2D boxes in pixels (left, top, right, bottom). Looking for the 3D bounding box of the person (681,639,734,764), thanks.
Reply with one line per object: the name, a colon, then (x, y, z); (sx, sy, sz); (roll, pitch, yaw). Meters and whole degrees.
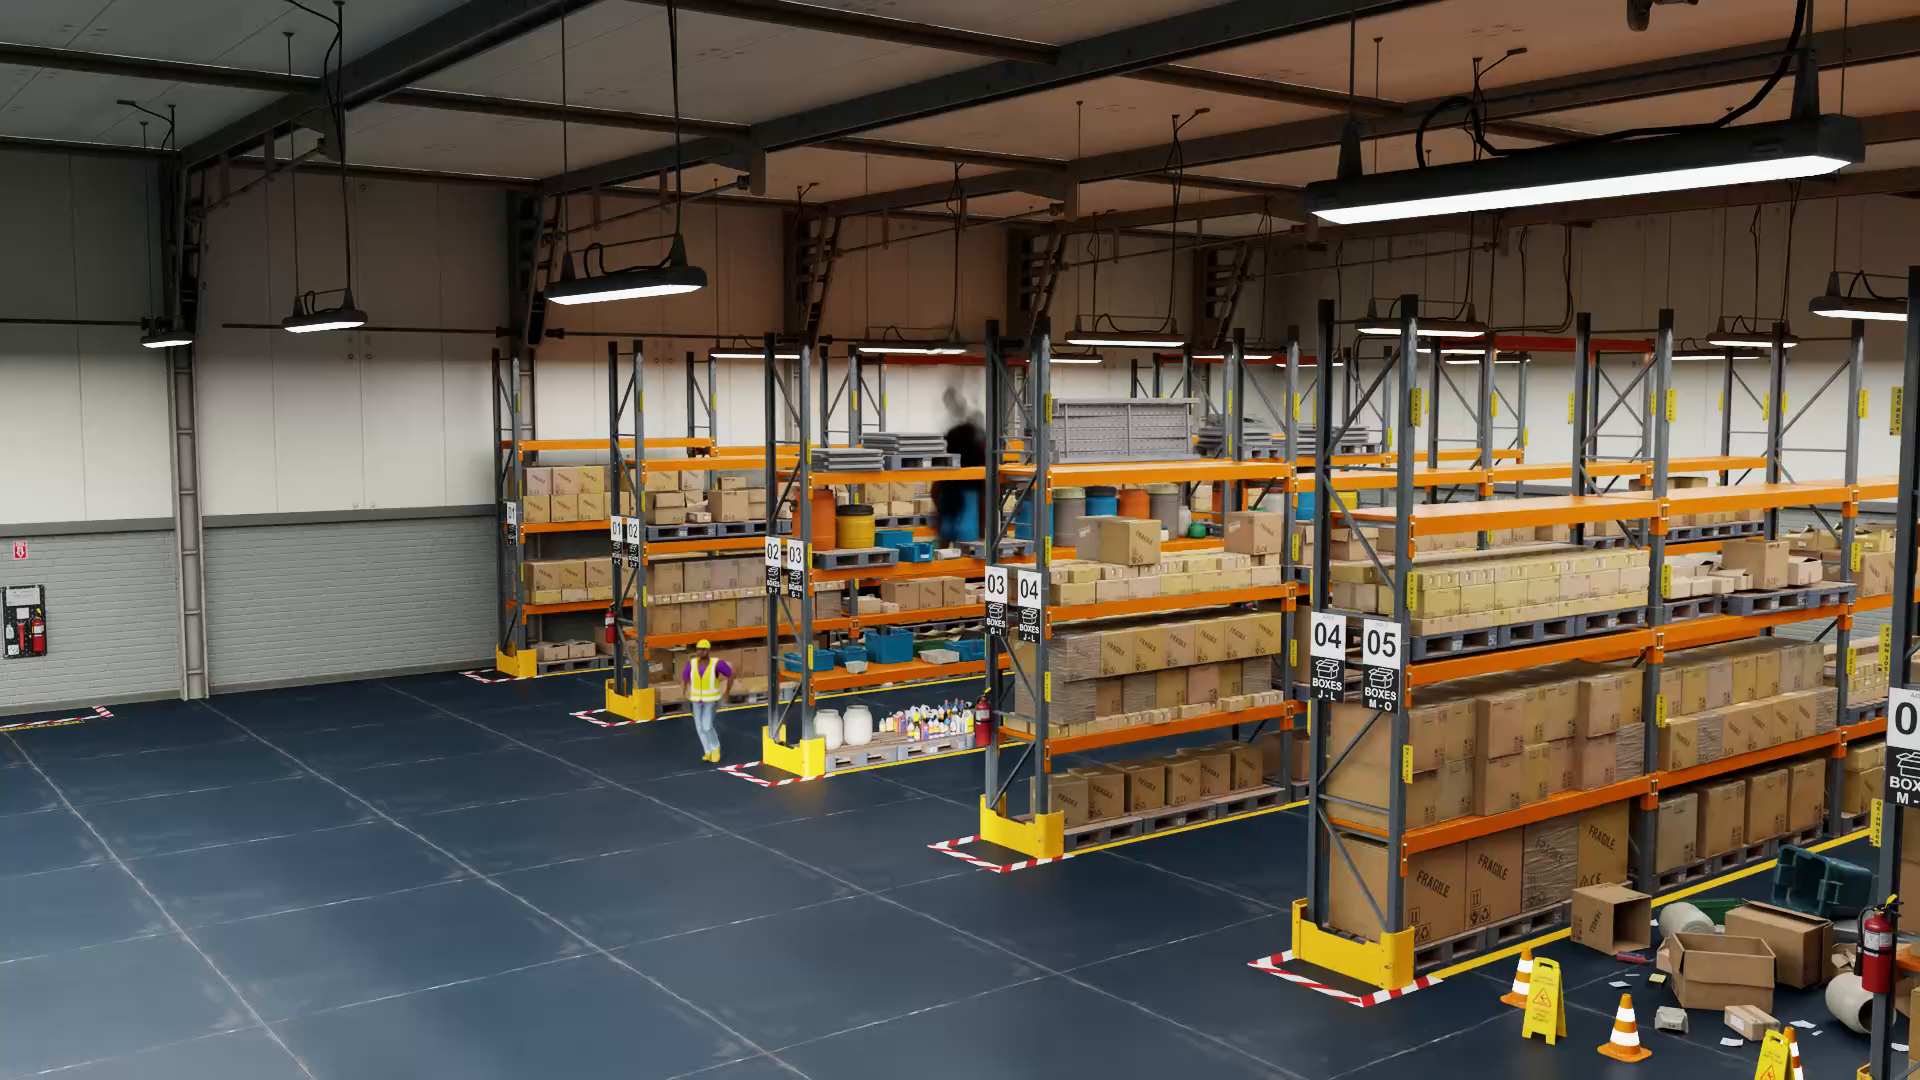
person: (-3.575, 2.256, 23.209); (0.700, 1.746, 0.649); (1, 5, 14)
